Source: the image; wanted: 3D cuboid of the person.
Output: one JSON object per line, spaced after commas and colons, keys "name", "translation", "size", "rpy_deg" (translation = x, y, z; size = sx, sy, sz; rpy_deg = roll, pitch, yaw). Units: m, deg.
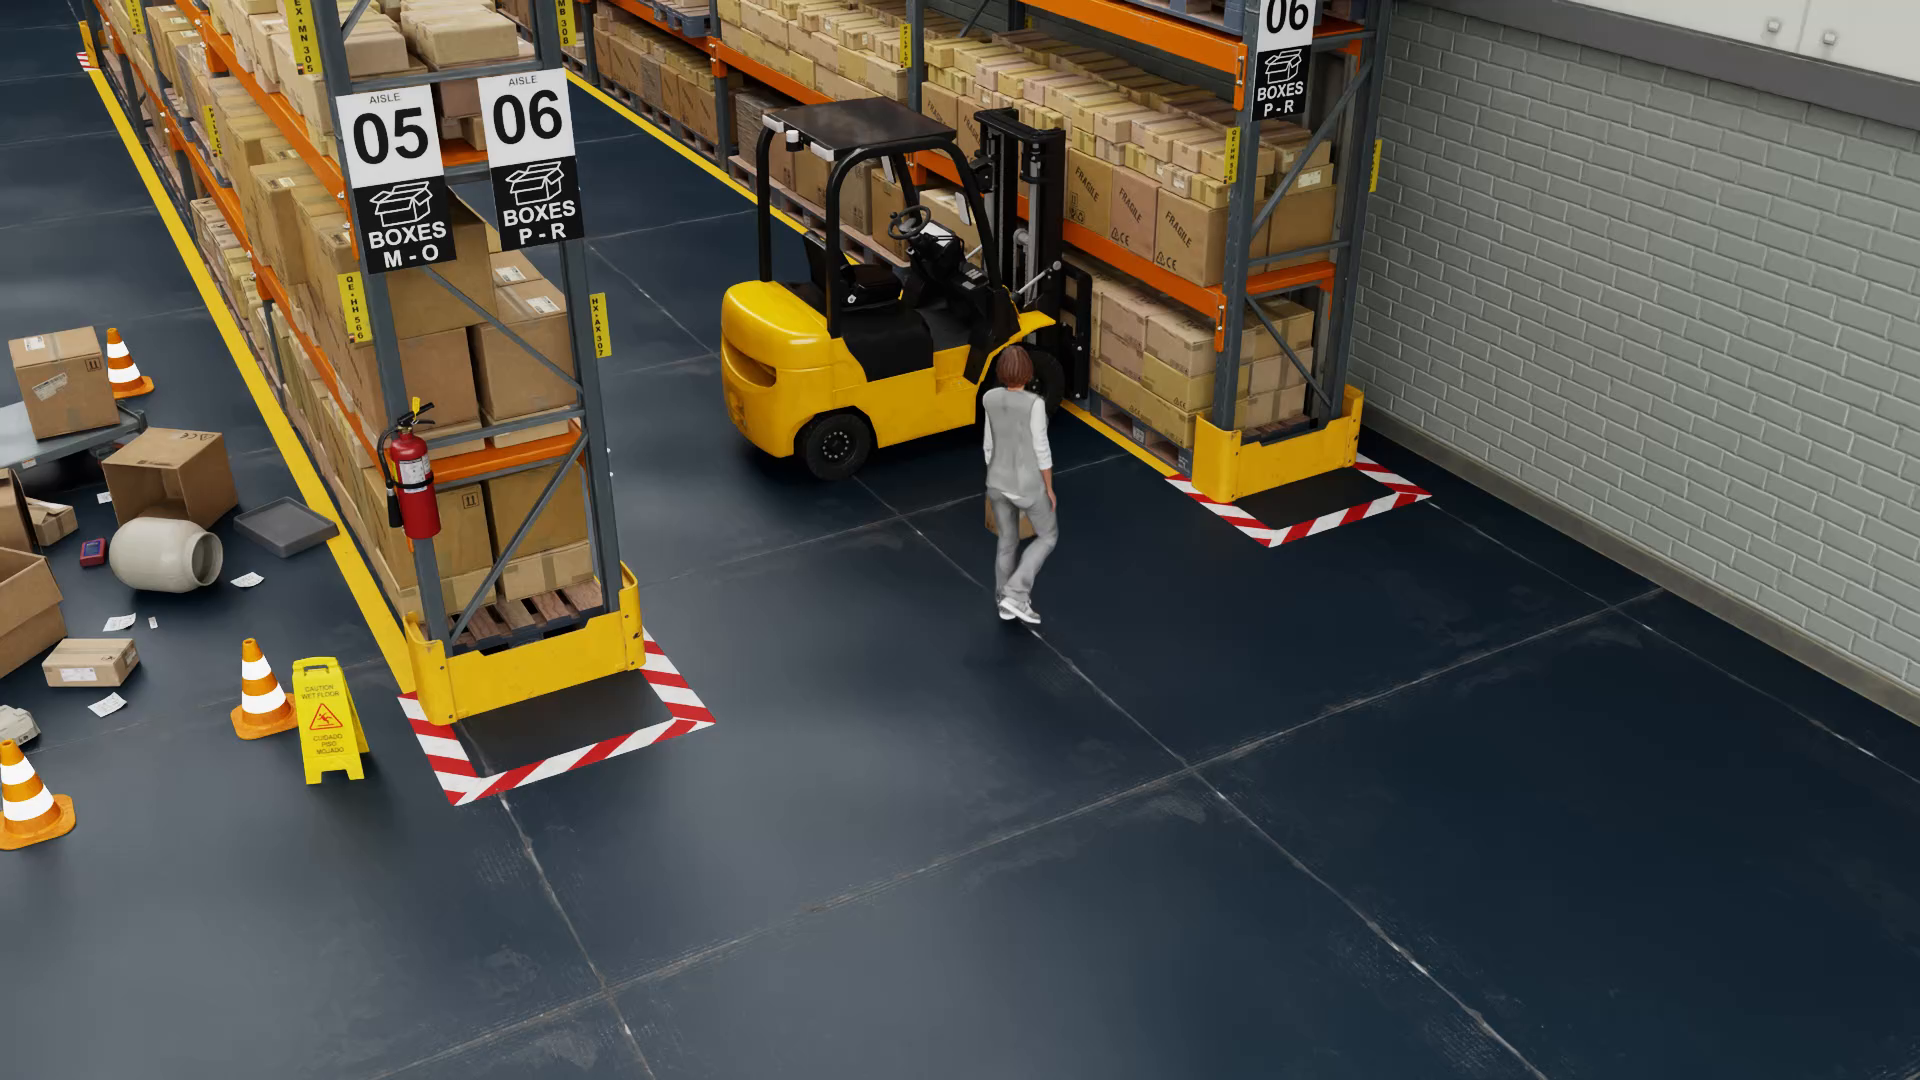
{"name": "person", "translation": [0.287, -0.257, 8.984], "size": [0.469, 1.594, 0.457], "rpy_deg": [18, 34, 29]}
